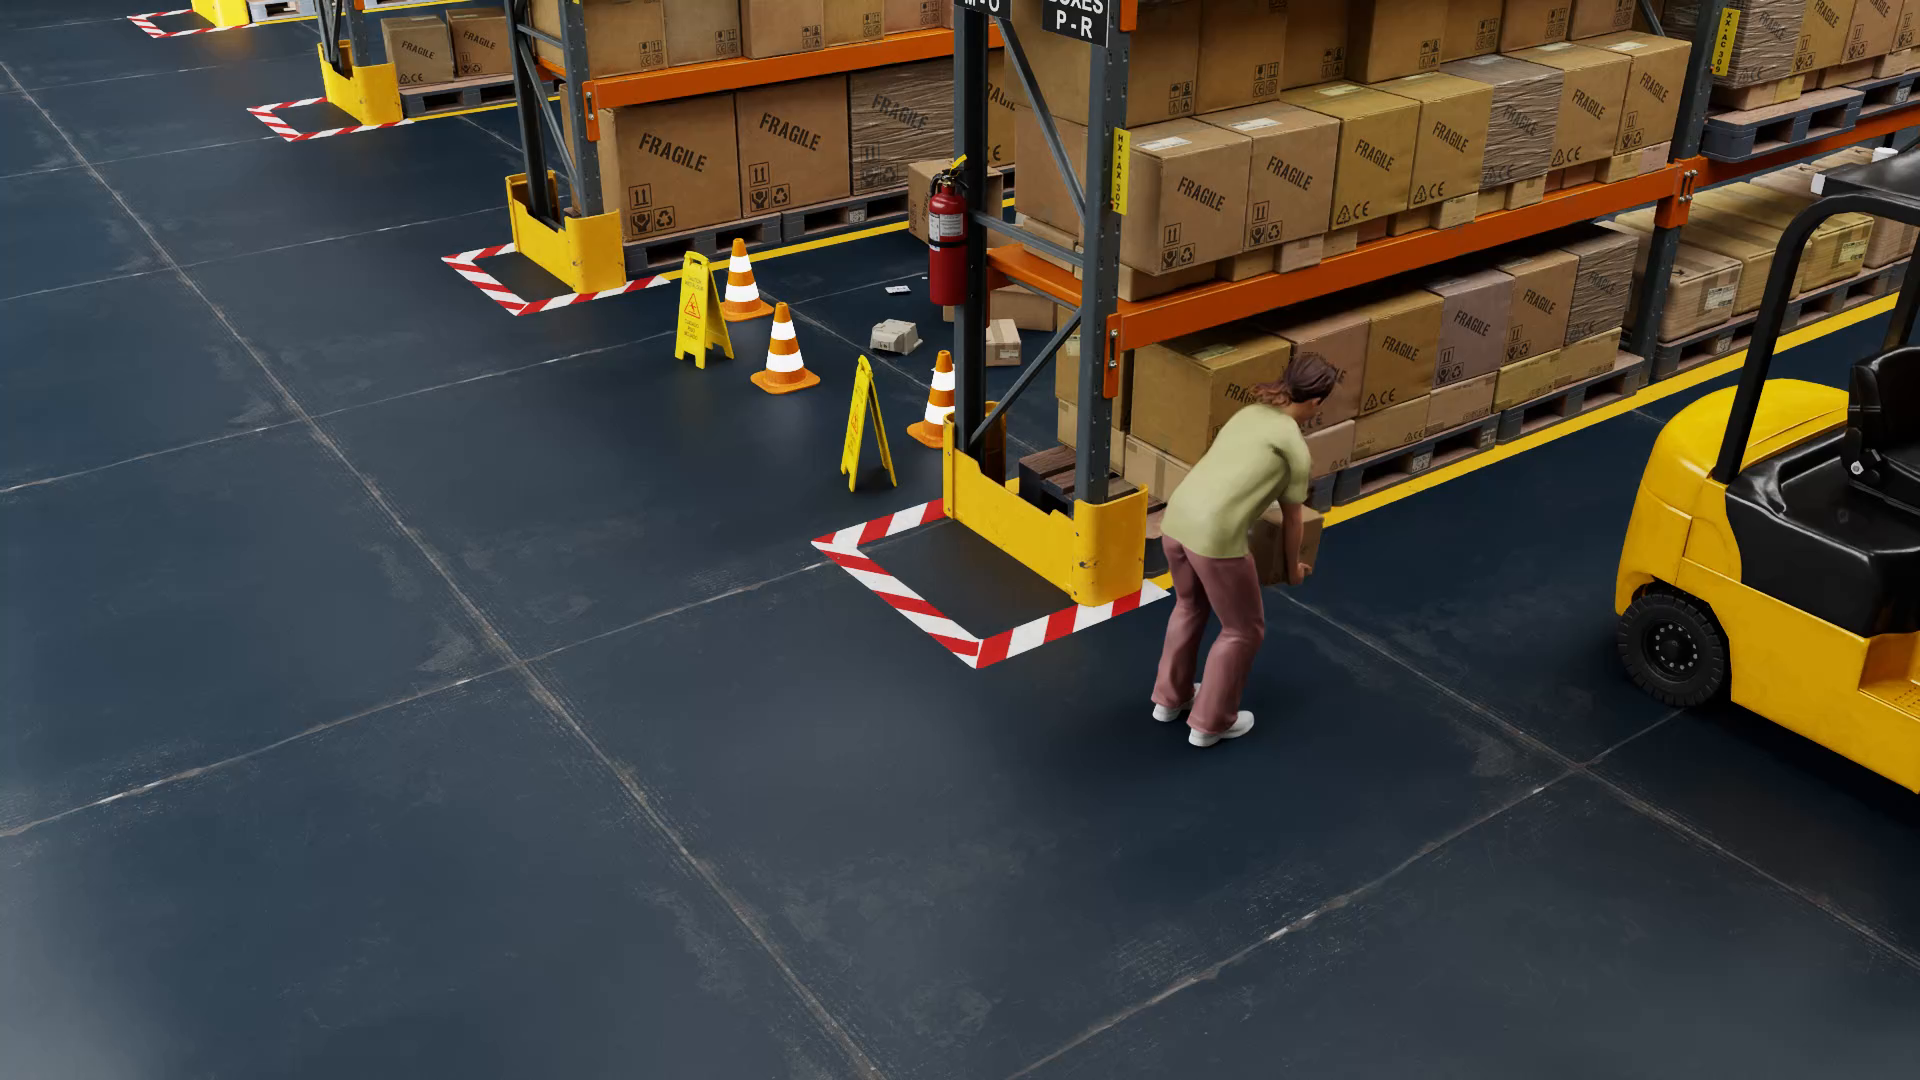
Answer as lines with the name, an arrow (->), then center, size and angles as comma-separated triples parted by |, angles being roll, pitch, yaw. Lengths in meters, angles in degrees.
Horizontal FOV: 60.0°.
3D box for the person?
person -> 1.087, 0.043, 6.312 | 0.728, 1.425, 0.408 | -20, 34, -32
